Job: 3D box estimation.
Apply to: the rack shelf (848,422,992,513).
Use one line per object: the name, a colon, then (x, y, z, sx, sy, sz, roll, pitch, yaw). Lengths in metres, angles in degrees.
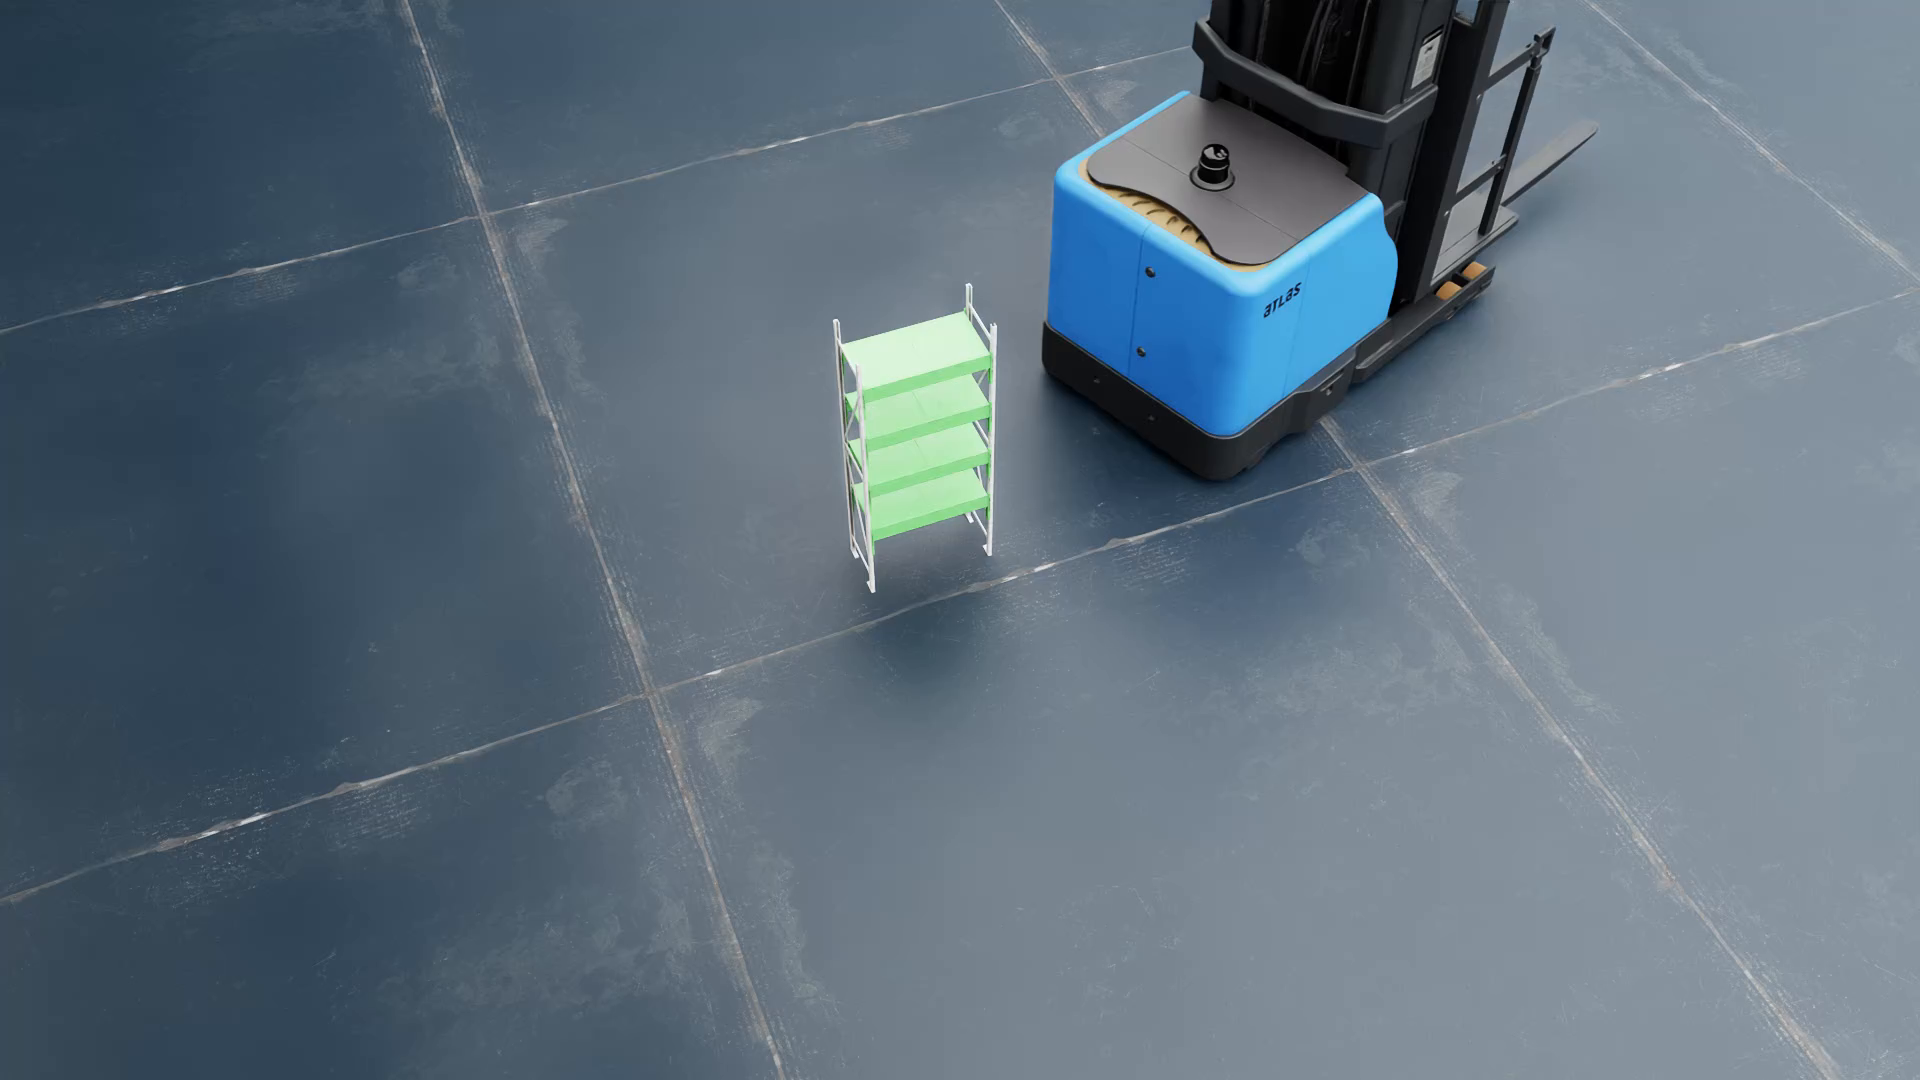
rack shelf: (-0.153, -0.302, 6.143, 0.480, 0.148, 0.258, -17, 52, -14)

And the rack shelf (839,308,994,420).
rack shelf: (-0.153, -0.615, 5.779, 0.480, 0.148, 0.258, -17, 52, -14)

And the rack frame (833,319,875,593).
rack frame: (-0.379, -0.273, 6.035, 0.015, 1.200, 0.240, -17, 52, -14)

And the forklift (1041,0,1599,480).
forklift: (1.761, -2.198, 6.546, 3.031, 2.935, 1.130, -36, 58, -27)

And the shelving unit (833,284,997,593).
shelving unit: (-0.153, -0.343, 6.095, 0.503, 1.200, 0.258, -17, 52, -14)

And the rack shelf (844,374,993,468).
rack shelf: (-0.153, -0.458, 5.961, 0.480, 0.148, 0.258, -17, 52, -14)

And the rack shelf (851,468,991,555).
rack shelf: (-0.153, -0.145, 6.325, 0.480, 0.148, 0.258, -17, 52, -14)

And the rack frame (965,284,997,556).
rack frame: (0.073, -0.413, 6.155, 0.015, 1.200, 0.240, -17, 52, -14)
